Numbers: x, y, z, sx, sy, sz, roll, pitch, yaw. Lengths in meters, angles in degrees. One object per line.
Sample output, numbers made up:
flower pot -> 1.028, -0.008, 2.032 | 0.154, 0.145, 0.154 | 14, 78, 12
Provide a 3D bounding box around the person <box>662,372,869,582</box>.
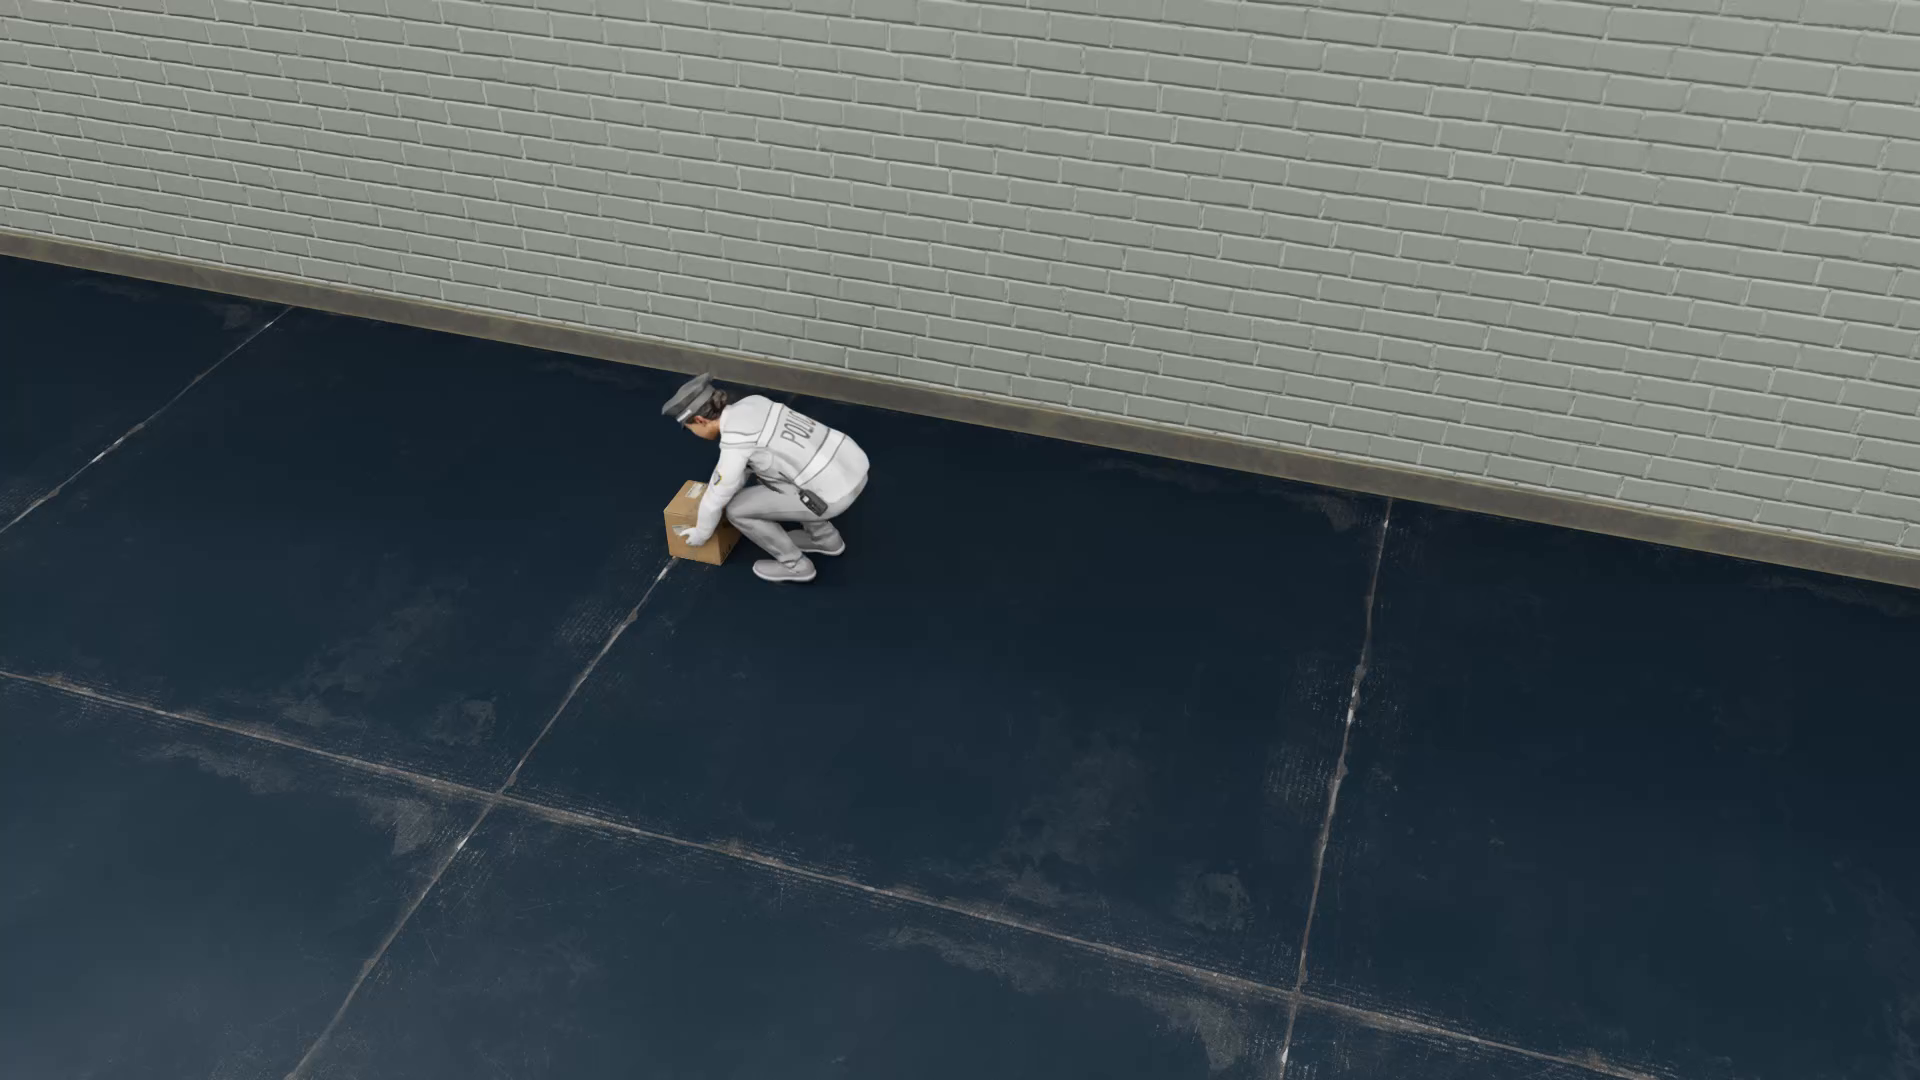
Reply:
person -> -0.824, -0.272, 7.121 | 0.852, 0.928, 0.489 | 11, 39, 14
